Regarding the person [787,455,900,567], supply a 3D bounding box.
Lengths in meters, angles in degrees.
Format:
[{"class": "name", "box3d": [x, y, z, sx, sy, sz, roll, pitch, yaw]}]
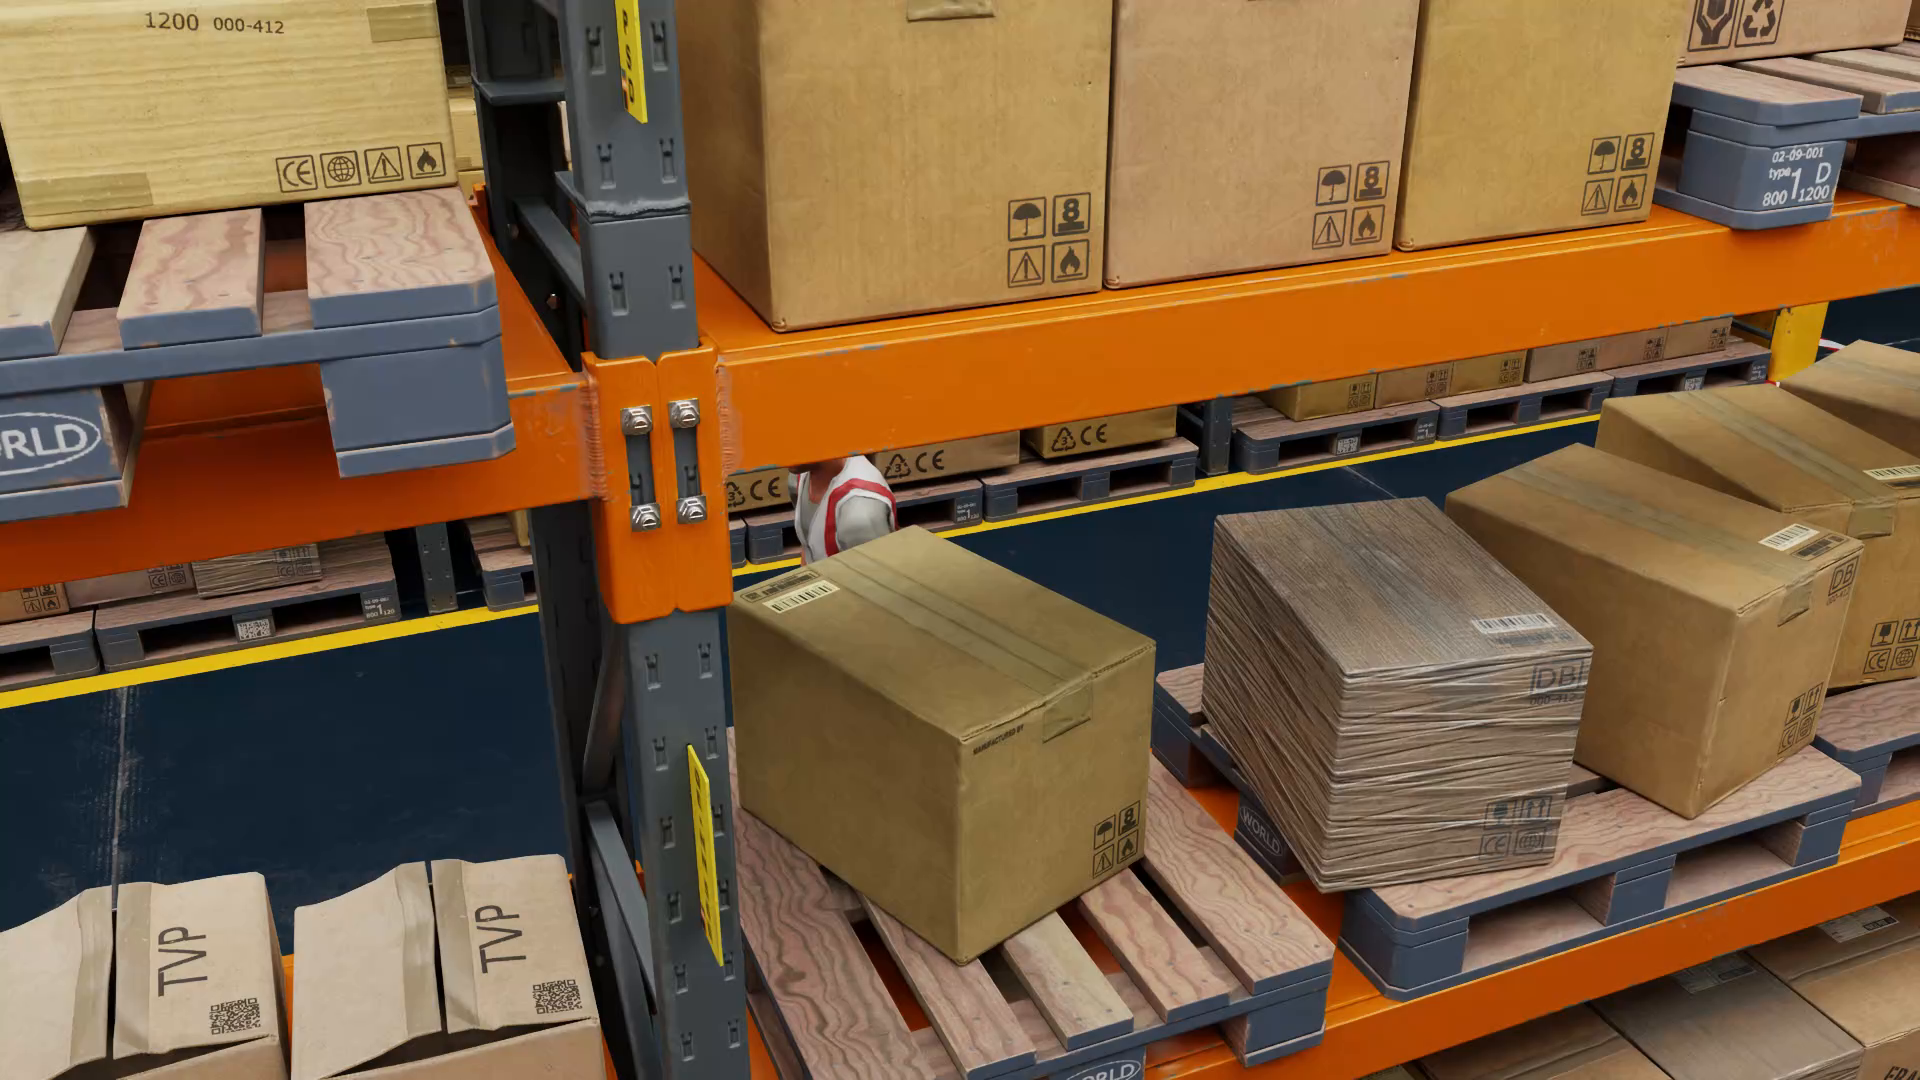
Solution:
[{"class": "person", "box3d": [-0.406, 0.309, 5.451, 0.447, 1.780, 0.620, -12, 28, -23]}]
